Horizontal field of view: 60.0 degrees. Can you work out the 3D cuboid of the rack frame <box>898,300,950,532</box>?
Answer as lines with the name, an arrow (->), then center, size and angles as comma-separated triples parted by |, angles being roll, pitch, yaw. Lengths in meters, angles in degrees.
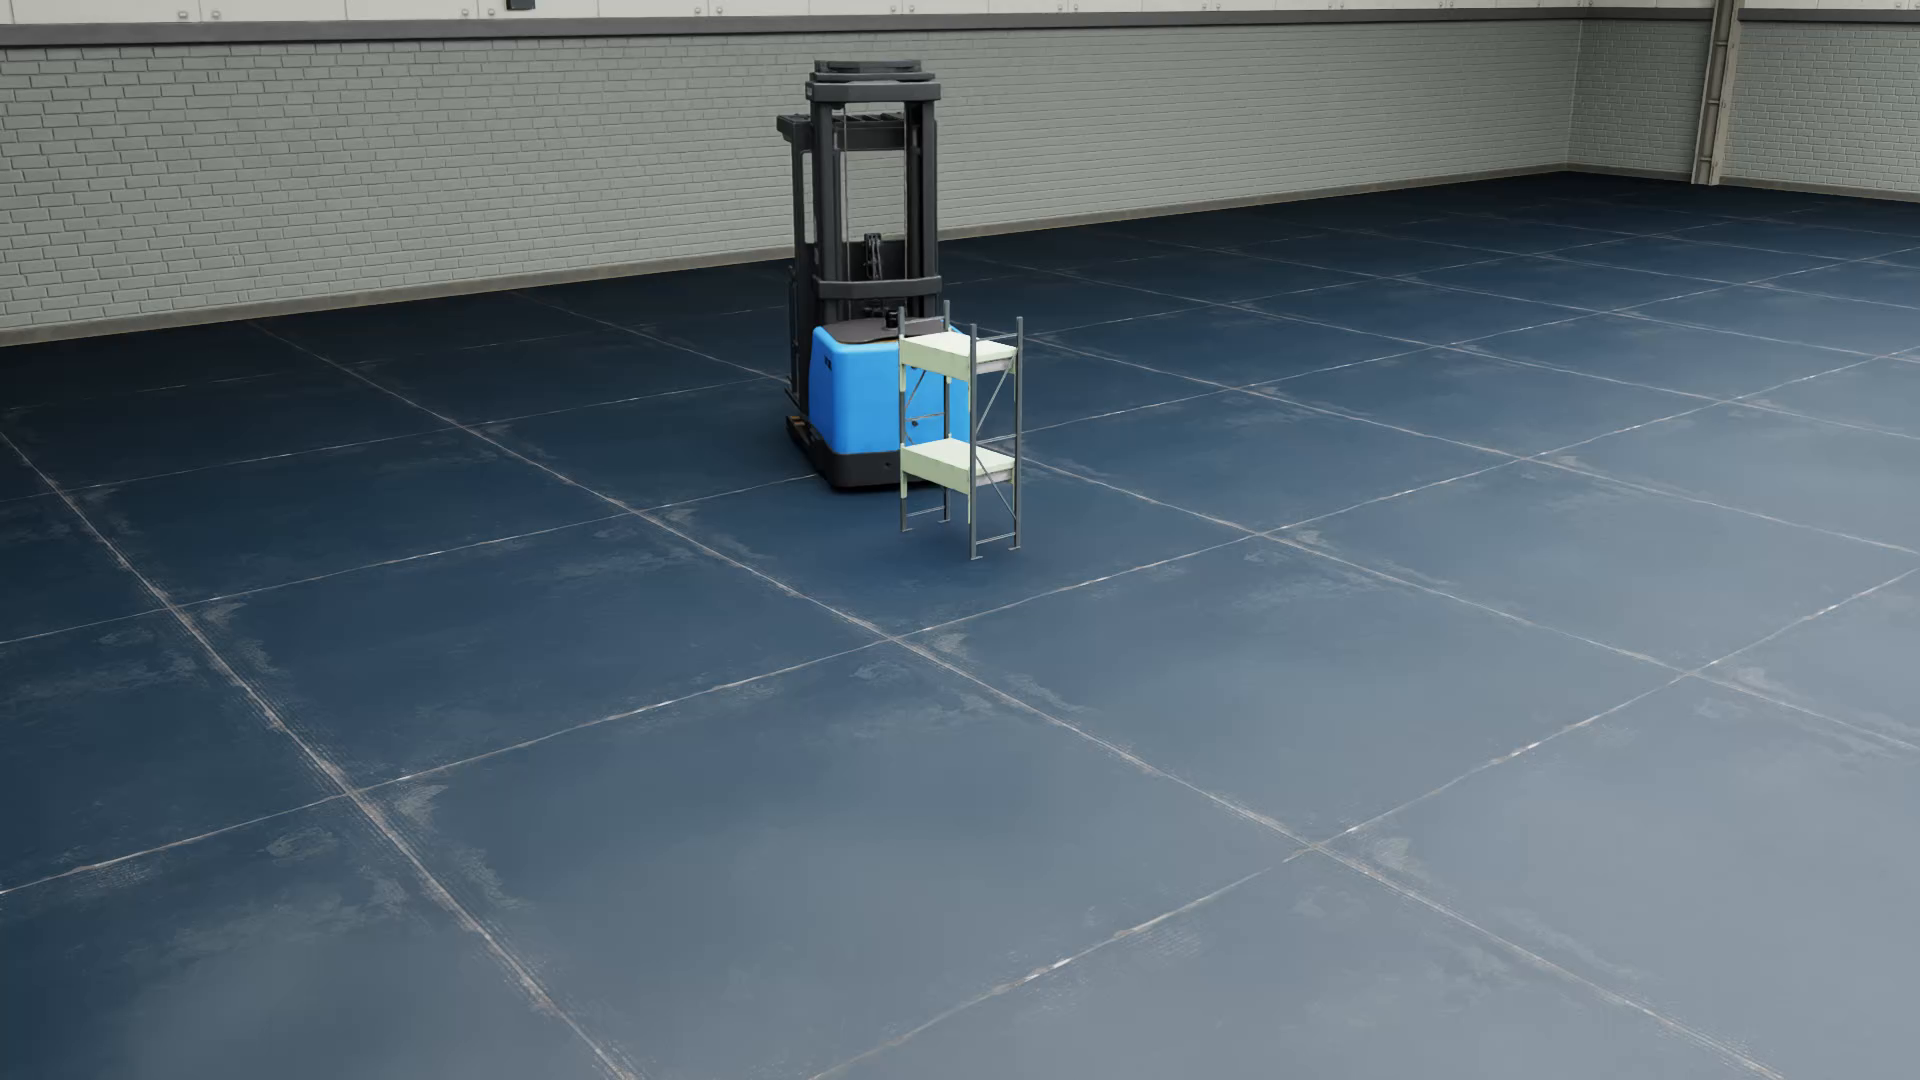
rack frame -> -0.231, -0.804, 10.904 | 0.400, 1.500, 0.023 | -14, 23, -36

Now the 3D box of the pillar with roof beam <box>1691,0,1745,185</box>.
pillar with roof beam -> 10.401, -10.016, 26.795 | 9.100, 9.000, 0.400 | -14, 23, -36

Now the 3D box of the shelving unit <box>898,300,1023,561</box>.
shelving unit -> -0.004, -0.714, 10.632 | 0.431, 1.500, 0.755 | -14, 23, -36

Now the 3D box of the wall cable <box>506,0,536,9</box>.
wall cable -> -4.258, -9.156, 18.787 | 2.305, 6.003, 0.169 | -14, 23, -36

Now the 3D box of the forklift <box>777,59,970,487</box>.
forklift -> -0.772, -2.193, 12.822 | 1.130, 2.935, 3.031 | -5, 19, -15

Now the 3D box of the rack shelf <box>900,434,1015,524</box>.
rack shelf -> -0.004, -0.404, 10.734 | 0.431, 0.370, 0.720 | -14, 23, -36

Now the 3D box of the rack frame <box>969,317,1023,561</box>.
rack frame -> 0.223, -0.623, 10.359 | 0.400, 1.500, 0.023 | -14, 23, -36

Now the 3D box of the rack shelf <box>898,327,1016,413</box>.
rack shelf -> -0.004, -1.084, 10.509 | 0.431, 0.370, 0.720 | -14, 23, -36
